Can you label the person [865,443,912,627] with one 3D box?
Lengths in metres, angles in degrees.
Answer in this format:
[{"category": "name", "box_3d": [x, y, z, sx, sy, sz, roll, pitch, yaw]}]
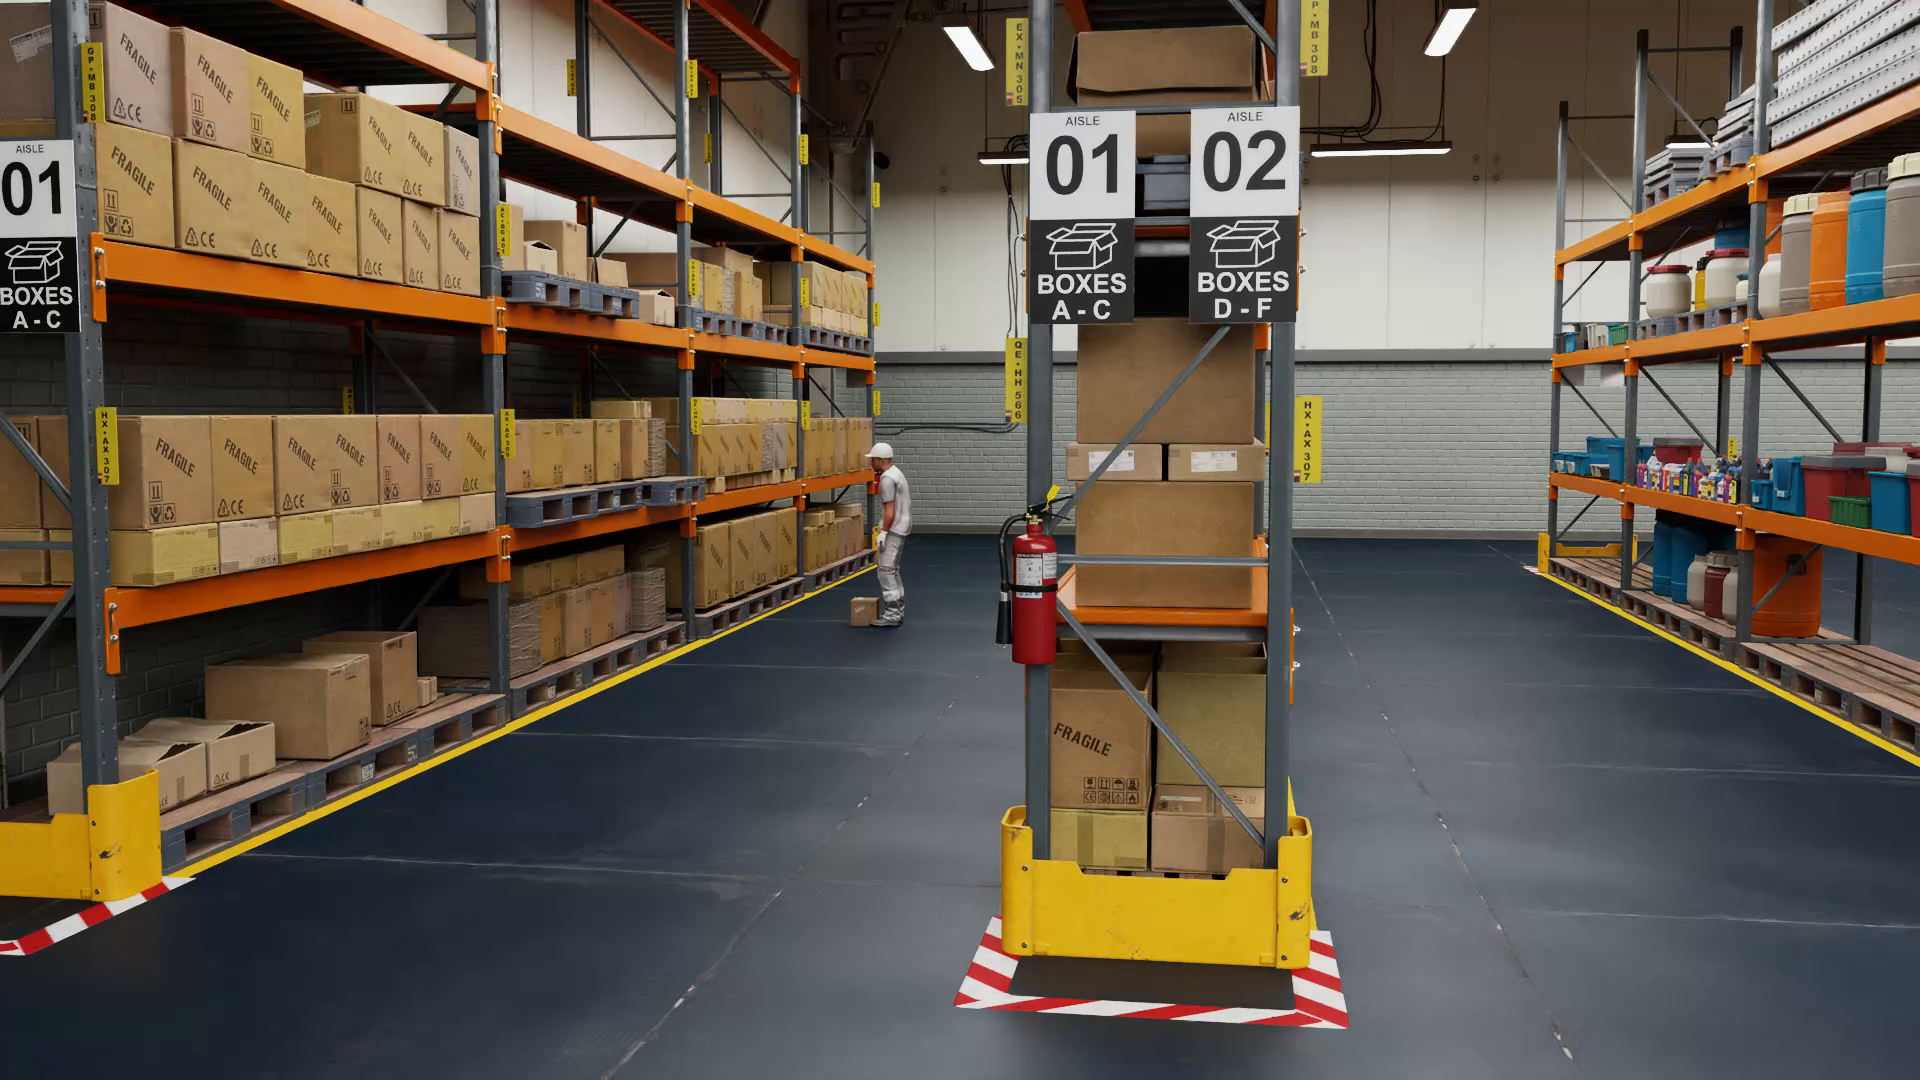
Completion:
[{"category": "person", "box_3d": [-0.696, -0.056, 16.210, 0.451, 1.778, 0.598, 1, 4, 8]}]
